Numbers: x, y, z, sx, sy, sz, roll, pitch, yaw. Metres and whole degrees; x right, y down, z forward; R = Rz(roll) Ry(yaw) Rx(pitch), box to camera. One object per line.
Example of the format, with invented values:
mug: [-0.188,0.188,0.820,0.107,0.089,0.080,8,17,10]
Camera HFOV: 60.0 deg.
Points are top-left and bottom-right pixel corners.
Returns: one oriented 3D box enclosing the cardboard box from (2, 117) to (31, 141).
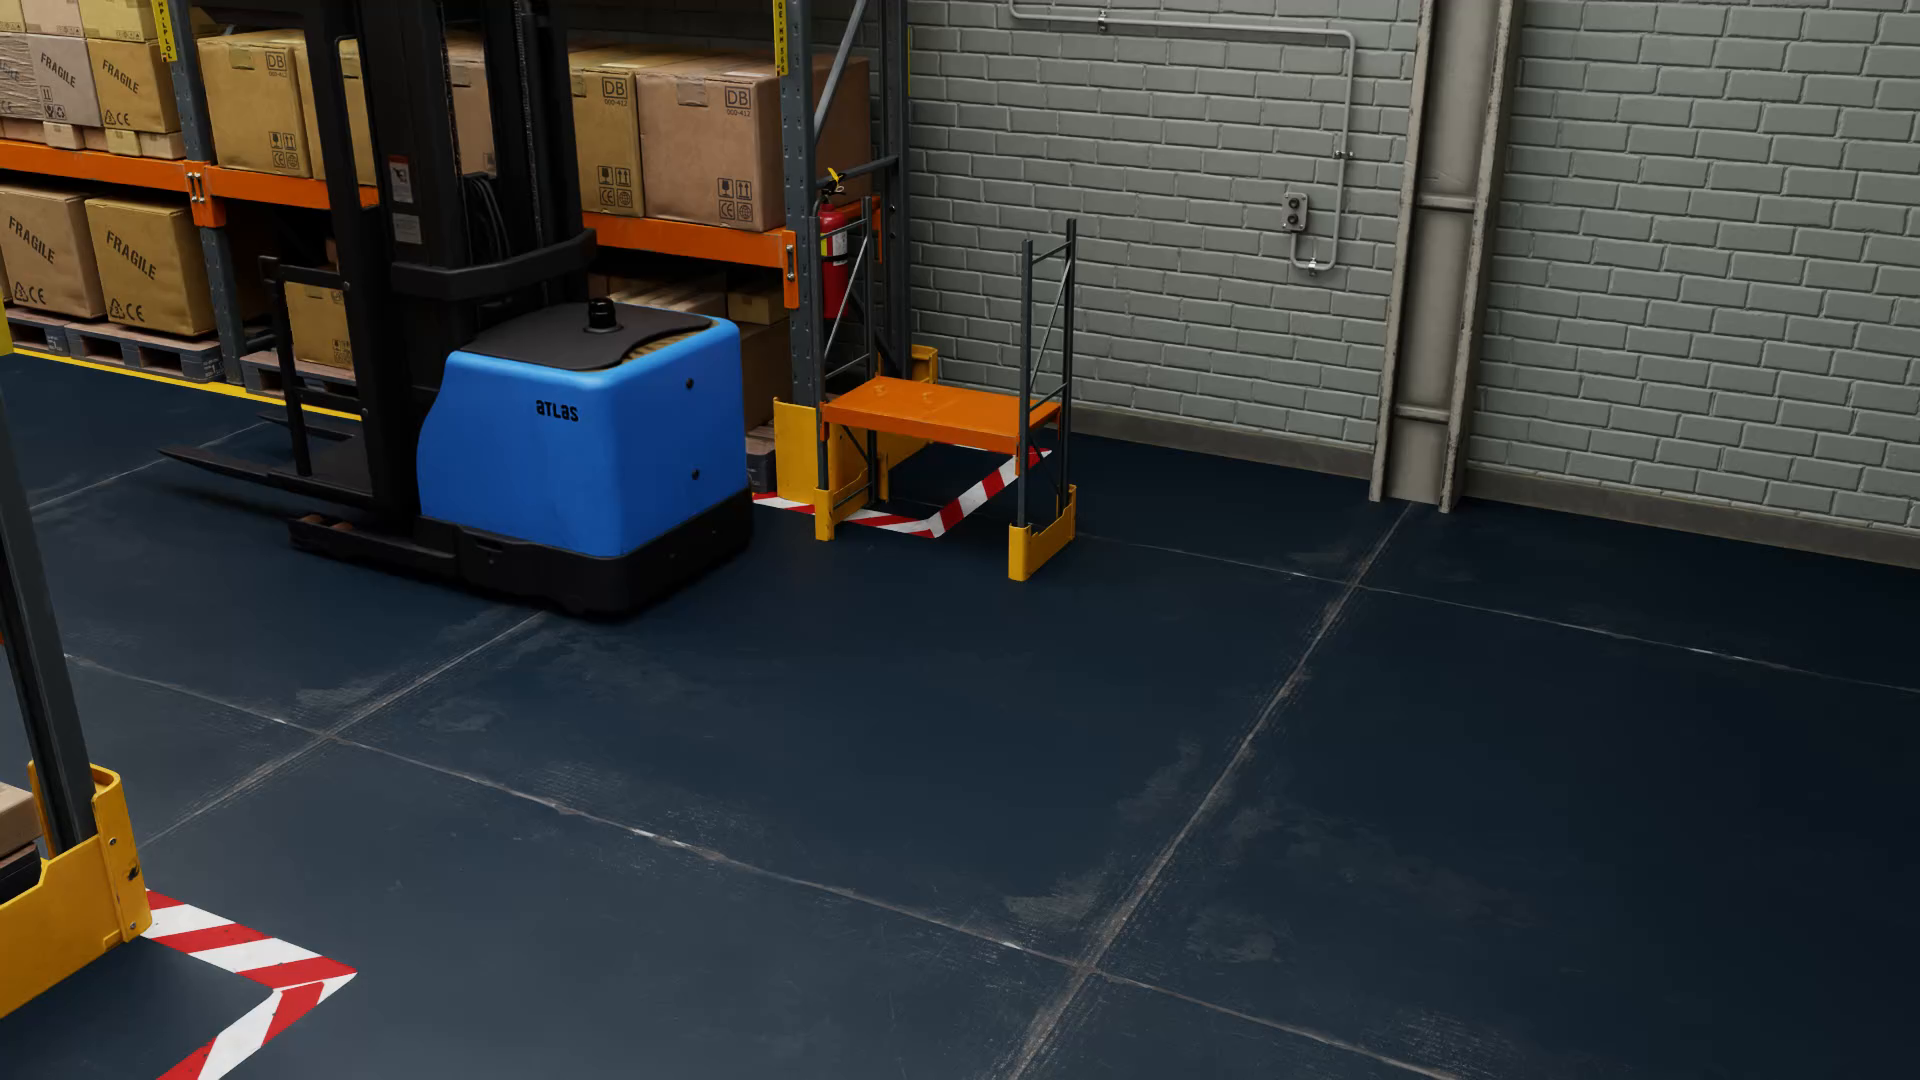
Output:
cardboard box: [-5.648,-2.572,10.260,0.250,0.149,0.380,10,25,23]

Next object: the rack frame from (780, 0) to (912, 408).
rack frame: [-0.535,-1.771,8.083,0.127,3.000,1.000,11,25,25]

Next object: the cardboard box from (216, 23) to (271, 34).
cardboard box: [-4.398,-3.187,9.920,0.500,0.250,0.500,12,26,26]

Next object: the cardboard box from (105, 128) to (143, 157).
cardboard box: [-4.770,-2.369,9.782,0.250,0.149,0.380,12,26,26]

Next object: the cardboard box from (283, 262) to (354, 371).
cardboard box: [-3.484,-1.353,9.756,0.500,0.500,0.700,12,26,25]

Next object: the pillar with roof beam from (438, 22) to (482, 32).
pillar with roof beam: [-5.032,-3.913,5.454,0.400,9.000,9.100,11,25,25]

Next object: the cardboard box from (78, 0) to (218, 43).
cardboard box: [-4.637,-3.008,9.499,0.500,0.250,0.500,12,26,26]

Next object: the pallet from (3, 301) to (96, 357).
pallet: [-5.920,-1.519,11.053,1.213,0.211,1.003,11,25,25]

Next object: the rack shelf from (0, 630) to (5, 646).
rack shelf: [-4.552,-0.063,4.984,4.000,0.370,1.077,11,25,25]

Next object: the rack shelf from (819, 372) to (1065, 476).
rack shelf: [-0.076,-0.540,7.562,1.000,0.185,0.538,11,25,25]

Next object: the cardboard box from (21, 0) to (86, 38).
cardboard box: [-5.089,-3.102,9.719,0.500,0.250,0.500,12,26,26]

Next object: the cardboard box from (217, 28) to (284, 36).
cardboard box: [-4.402,-2.839,10.060,0.500,0.500,0.500,10,25,23]

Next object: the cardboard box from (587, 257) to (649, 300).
cardboard box: [-1.906,-1.428,9.103,0.250,0.149,0.380,12,26,25]

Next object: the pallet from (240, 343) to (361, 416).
pallet: [-3.462,-1.033,9.909,1.213,0.211,1.003,11,25,25]

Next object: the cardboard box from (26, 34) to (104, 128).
cardboard box: [-5.090,-2.750,9.850,0.500,0.500,0.500,11,26,25]

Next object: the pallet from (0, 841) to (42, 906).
pallet: [-3.547,1.089,4.920,1.213,0.211,1.003,11,25,25]

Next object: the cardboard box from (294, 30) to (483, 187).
cardboard box: [-2.979,-2.384,9.139,0.700,0.700,0.980,11,25,23]

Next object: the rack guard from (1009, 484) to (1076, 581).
rack guard: [0.376,-0.041,7.526,0.087,0.250,0.587,11,25,25]

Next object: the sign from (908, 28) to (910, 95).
sign: [-0.280,-2.399,8.351,0.005,0.325,0.100,11,25,25]

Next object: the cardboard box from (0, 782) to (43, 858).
cardboard box: [-2.986,0.875,4.941,0.250,0.149,0.380,11,25,25]

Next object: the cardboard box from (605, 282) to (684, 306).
cardboard box: [-1.630,-1.206,8.580,0.250,0.149,0.380,12,26,26]

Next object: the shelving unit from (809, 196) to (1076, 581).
shelving unit: [-0.068,-0.704,7.488,1.083,1.500,0.587,11,25,25]

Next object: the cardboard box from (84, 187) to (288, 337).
cardboard box: [-4.744,-1.751,10.245,0.750,0.750,0.750,12,26,25]

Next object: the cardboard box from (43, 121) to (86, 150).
cardboard box: [-5.243,-2.456,9.988,0.250,0.149,0.380,11,25,25]

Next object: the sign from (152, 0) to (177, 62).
sign: [-4.341,-2.783,9.083,0.005,0.325,0.100,11,25,25]

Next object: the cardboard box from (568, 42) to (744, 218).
cardboard box: [-1.649,-2.121,8.520,0.700,0.700,0.980,11,25,24]

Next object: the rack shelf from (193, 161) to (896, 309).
rack shelf: [-2.320,-1.794,9.054,4.000,0.370,1.077,11,25,25]

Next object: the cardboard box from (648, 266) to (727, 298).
cardboard box: [-1.456,-1.339,8.893,0.250,0.149,0.380,11,26,25]

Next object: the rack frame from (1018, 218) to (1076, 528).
rack frame: [0.378,-0.615,7.281,0.032,1.500,0.500,11,25,25]

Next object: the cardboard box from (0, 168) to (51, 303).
cardboard box: [-6.299,-2.056,10.961,0.750,0.750,0.750,11,25,24]

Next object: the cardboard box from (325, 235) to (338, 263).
cardboard box: [-3.524,-1.746,9.852,0.250,0.149,0.380,11,25,24]

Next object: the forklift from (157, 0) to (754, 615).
forklift: [-2.492,-1.430,7.368,3.031,2.935,1.130,12,26,26]

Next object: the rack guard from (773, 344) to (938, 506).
rack guard: [-0.514,-0.617,8.562,0.348,0.500,1.175,11,25,25]
